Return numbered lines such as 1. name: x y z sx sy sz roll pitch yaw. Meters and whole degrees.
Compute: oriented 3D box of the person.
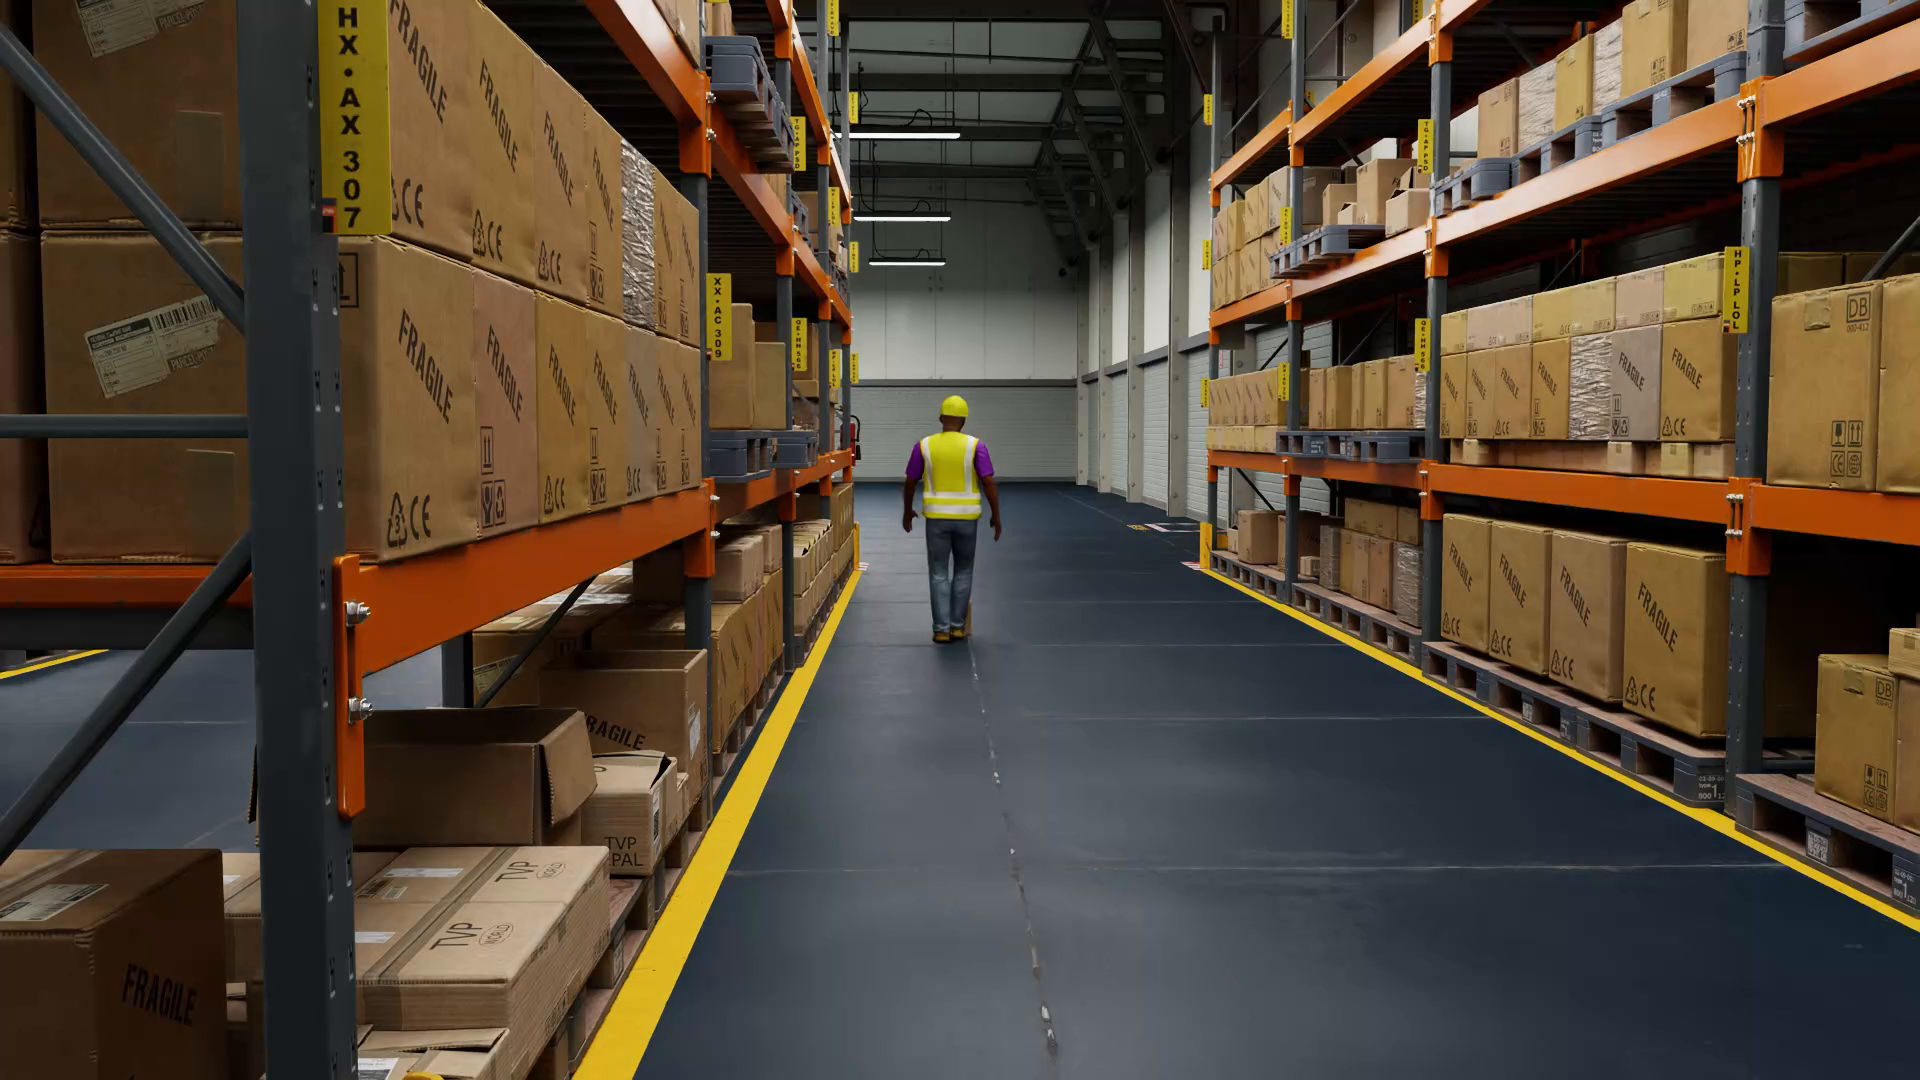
1. person: -0.061 -0.125 11.991 0.718 1.822 0.502 0 4 0
